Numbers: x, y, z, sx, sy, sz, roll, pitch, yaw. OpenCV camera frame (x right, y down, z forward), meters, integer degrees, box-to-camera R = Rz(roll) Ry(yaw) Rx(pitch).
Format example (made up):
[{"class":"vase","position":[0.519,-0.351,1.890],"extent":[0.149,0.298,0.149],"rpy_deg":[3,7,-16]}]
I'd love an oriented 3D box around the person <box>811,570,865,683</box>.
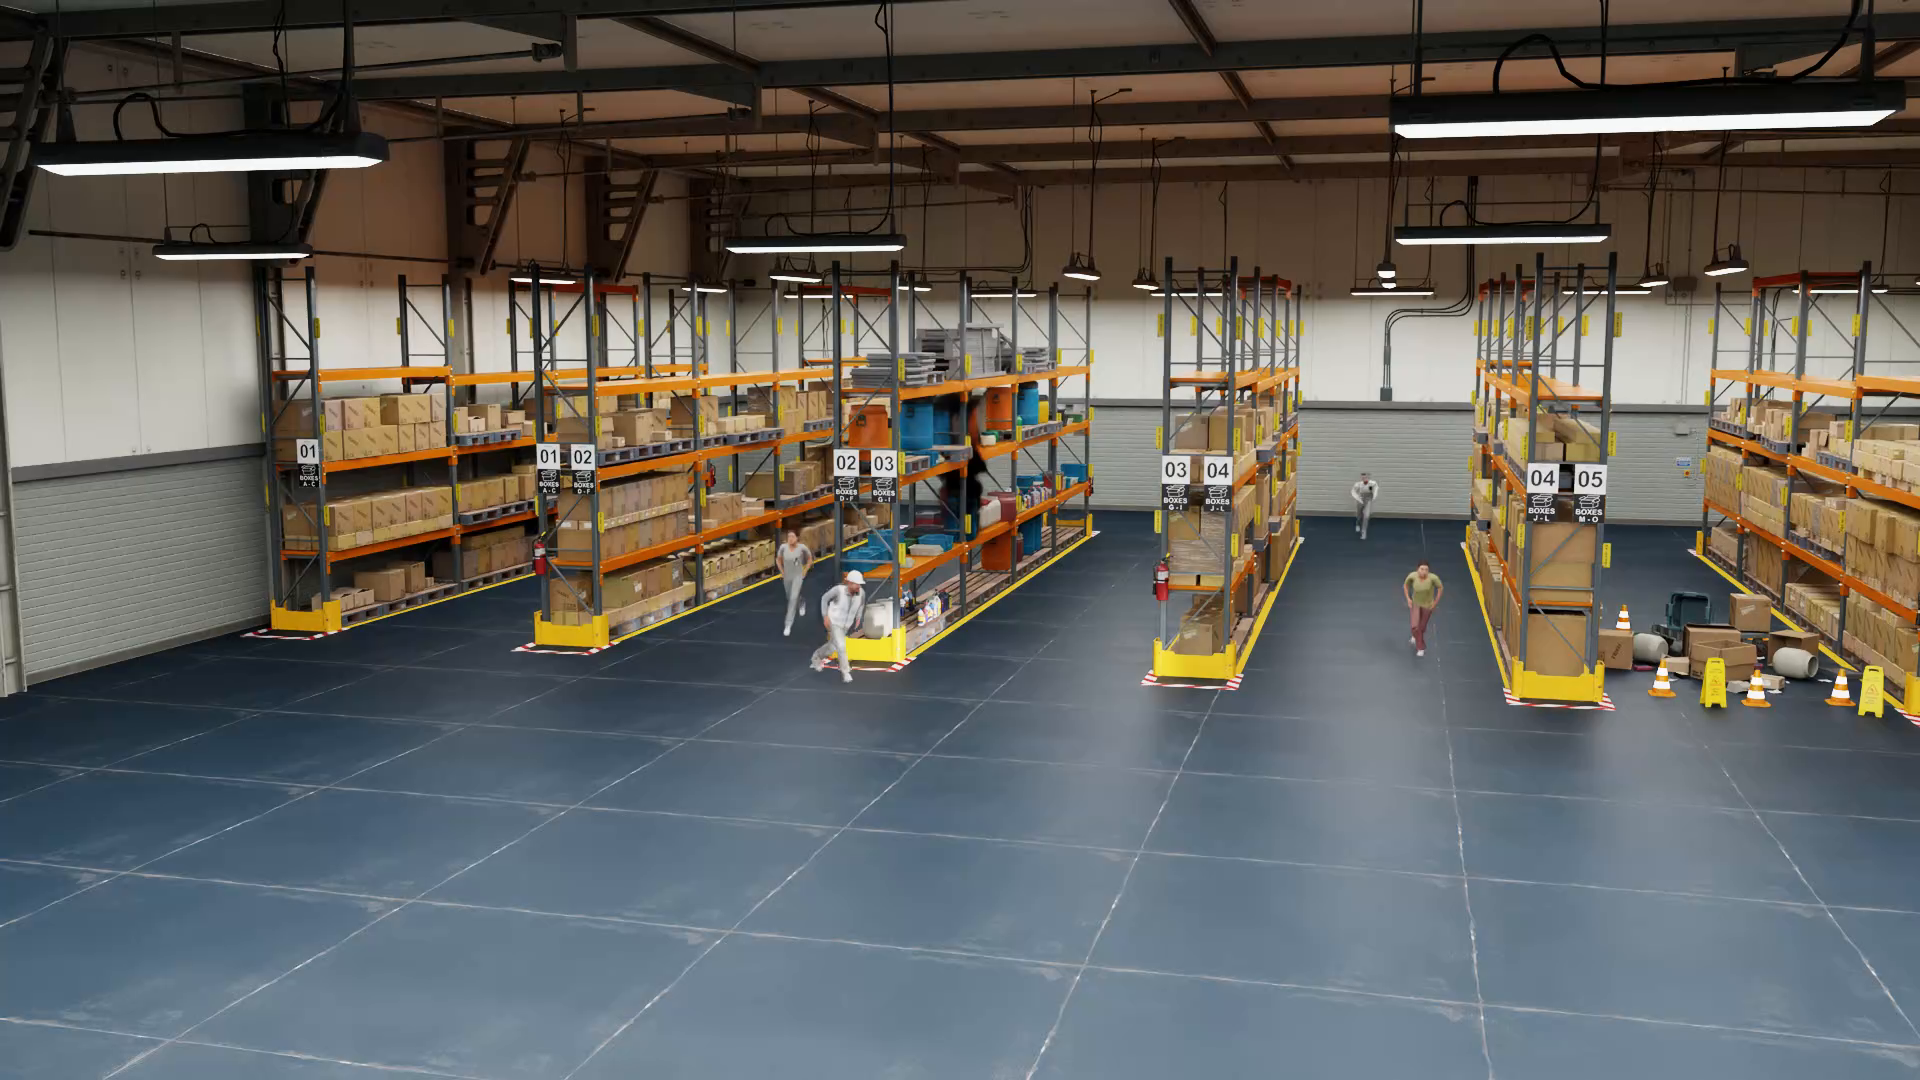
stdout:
[{"class":"person","position":[-1.742,1.199,23.891],"extent":[0.644,1.625,1.133],"rpy_deg":[-6,9,-37]}]

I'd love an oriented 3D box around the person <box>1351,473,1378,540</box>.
[{"class":"person","position":[9.726,-0.851,40.104],"extent":[0.654,1.627,0.978],"rpy_deg":[0,7,1]}]

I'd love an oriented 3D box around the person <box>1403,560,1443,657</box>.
[{"class":"person","position":[7.153,1.017,25.709],"extent":[0.593,1.526,0.928],"rpy_deg":[2,8,15]}]

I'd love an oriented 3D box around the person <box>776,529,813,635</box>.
[{"class":"person","position":[-2.657,0.629,26.701],"extent":[0.564,1.659,1.004],"rpy_deg":[1,7,11]}]
